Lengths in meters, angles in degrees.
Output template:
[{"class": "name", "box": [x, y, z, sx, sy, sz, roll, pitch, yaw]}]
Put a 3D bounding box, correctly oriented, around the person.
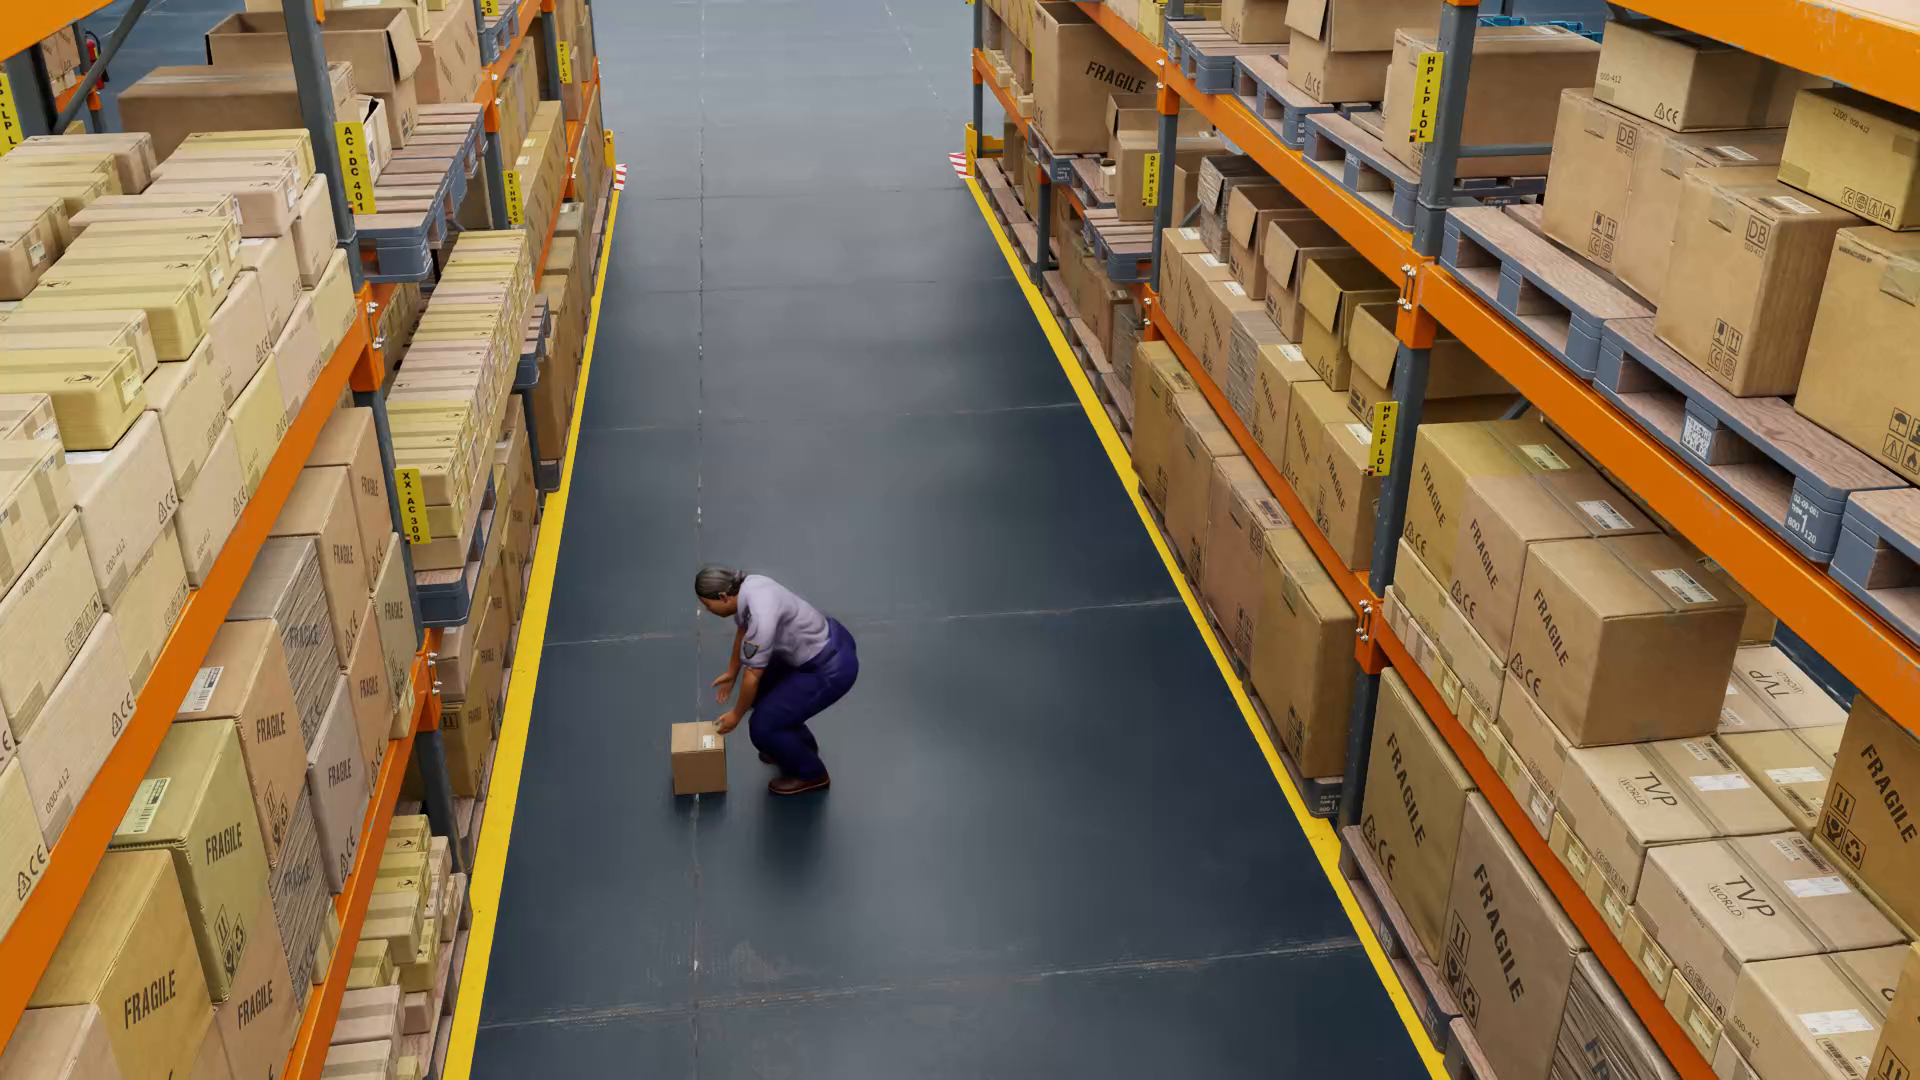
[{"class": "person", "box": [-0.851, 0.633, 7.907, 0.741, 1.198, 0.536, -4, 28, -7]}]
